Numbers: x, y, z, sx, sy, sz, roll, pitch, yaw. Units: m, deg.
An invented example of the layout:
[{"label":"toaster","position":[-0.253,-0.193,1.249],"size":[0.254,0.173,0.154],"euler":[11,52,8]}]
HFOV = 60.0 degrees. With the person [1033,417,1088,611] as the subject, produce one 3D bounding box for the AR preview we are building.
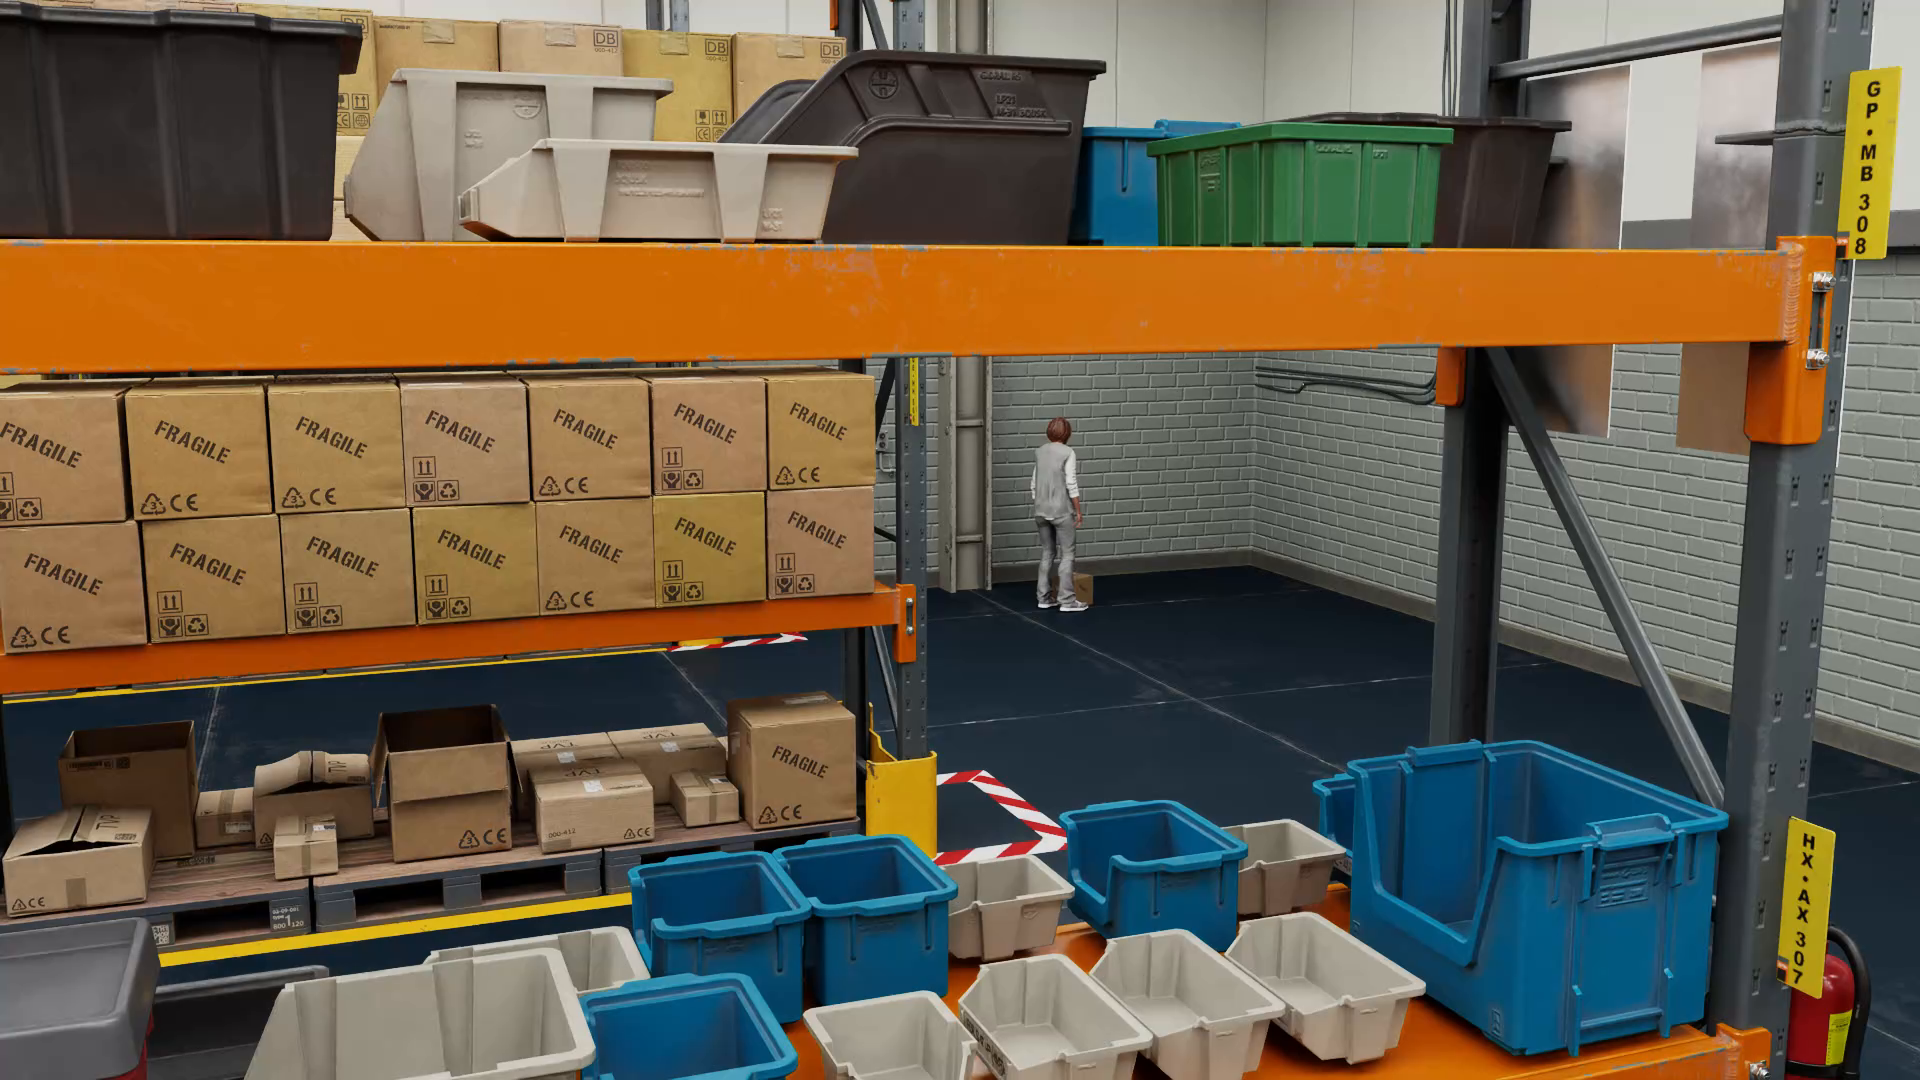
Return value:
[{"label":"person","position":[0.804,-0.213,13.728],"size":[0.466,1.593,0.347],"euler":[8,12,42]}]
